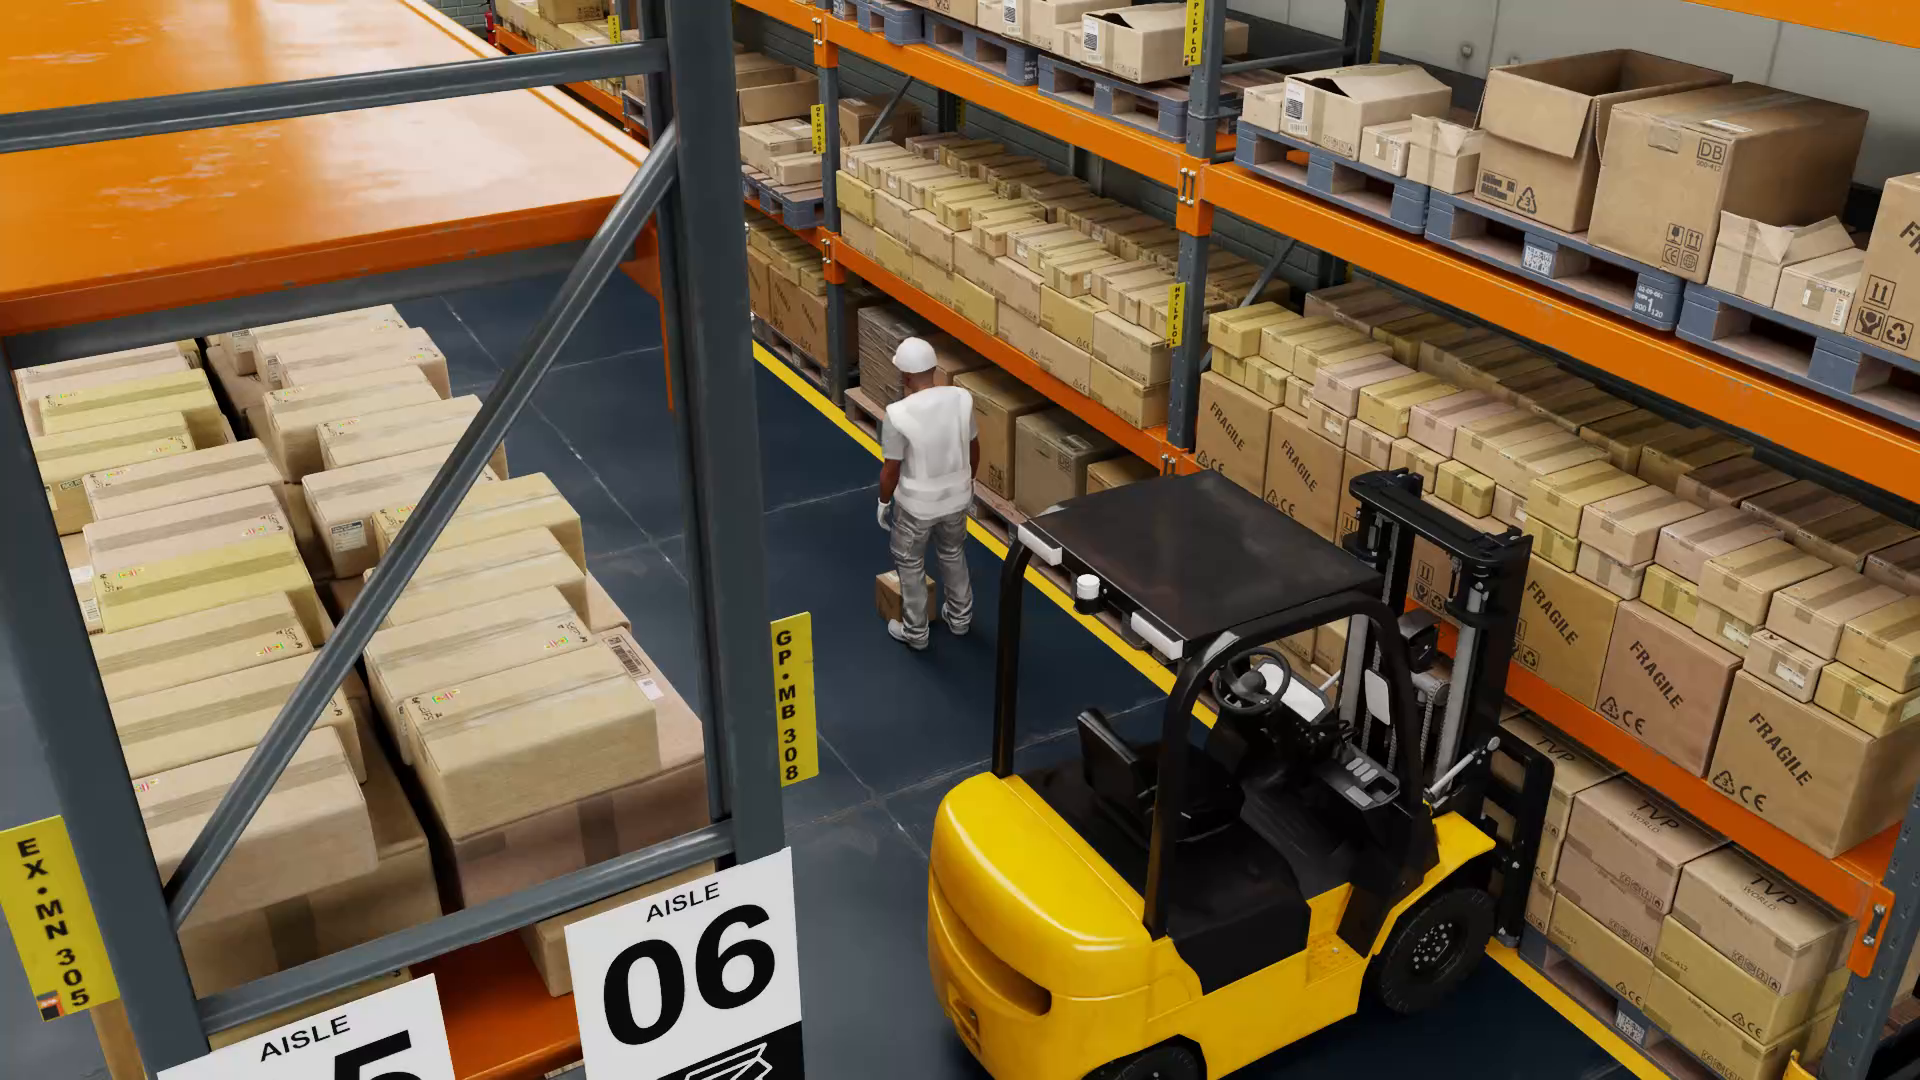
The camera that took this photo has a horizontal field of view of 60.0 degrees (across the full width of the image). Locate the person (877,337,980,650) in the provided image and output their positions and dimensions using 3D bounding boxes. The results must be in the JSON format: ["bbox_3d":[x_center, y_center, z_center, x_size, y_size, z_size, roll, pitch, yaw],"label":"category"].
[{"bbox_3d":[-0.173,-0.242,8.997,0.615,1.773,0.448,-16,33,-27],"label":"person"}]
